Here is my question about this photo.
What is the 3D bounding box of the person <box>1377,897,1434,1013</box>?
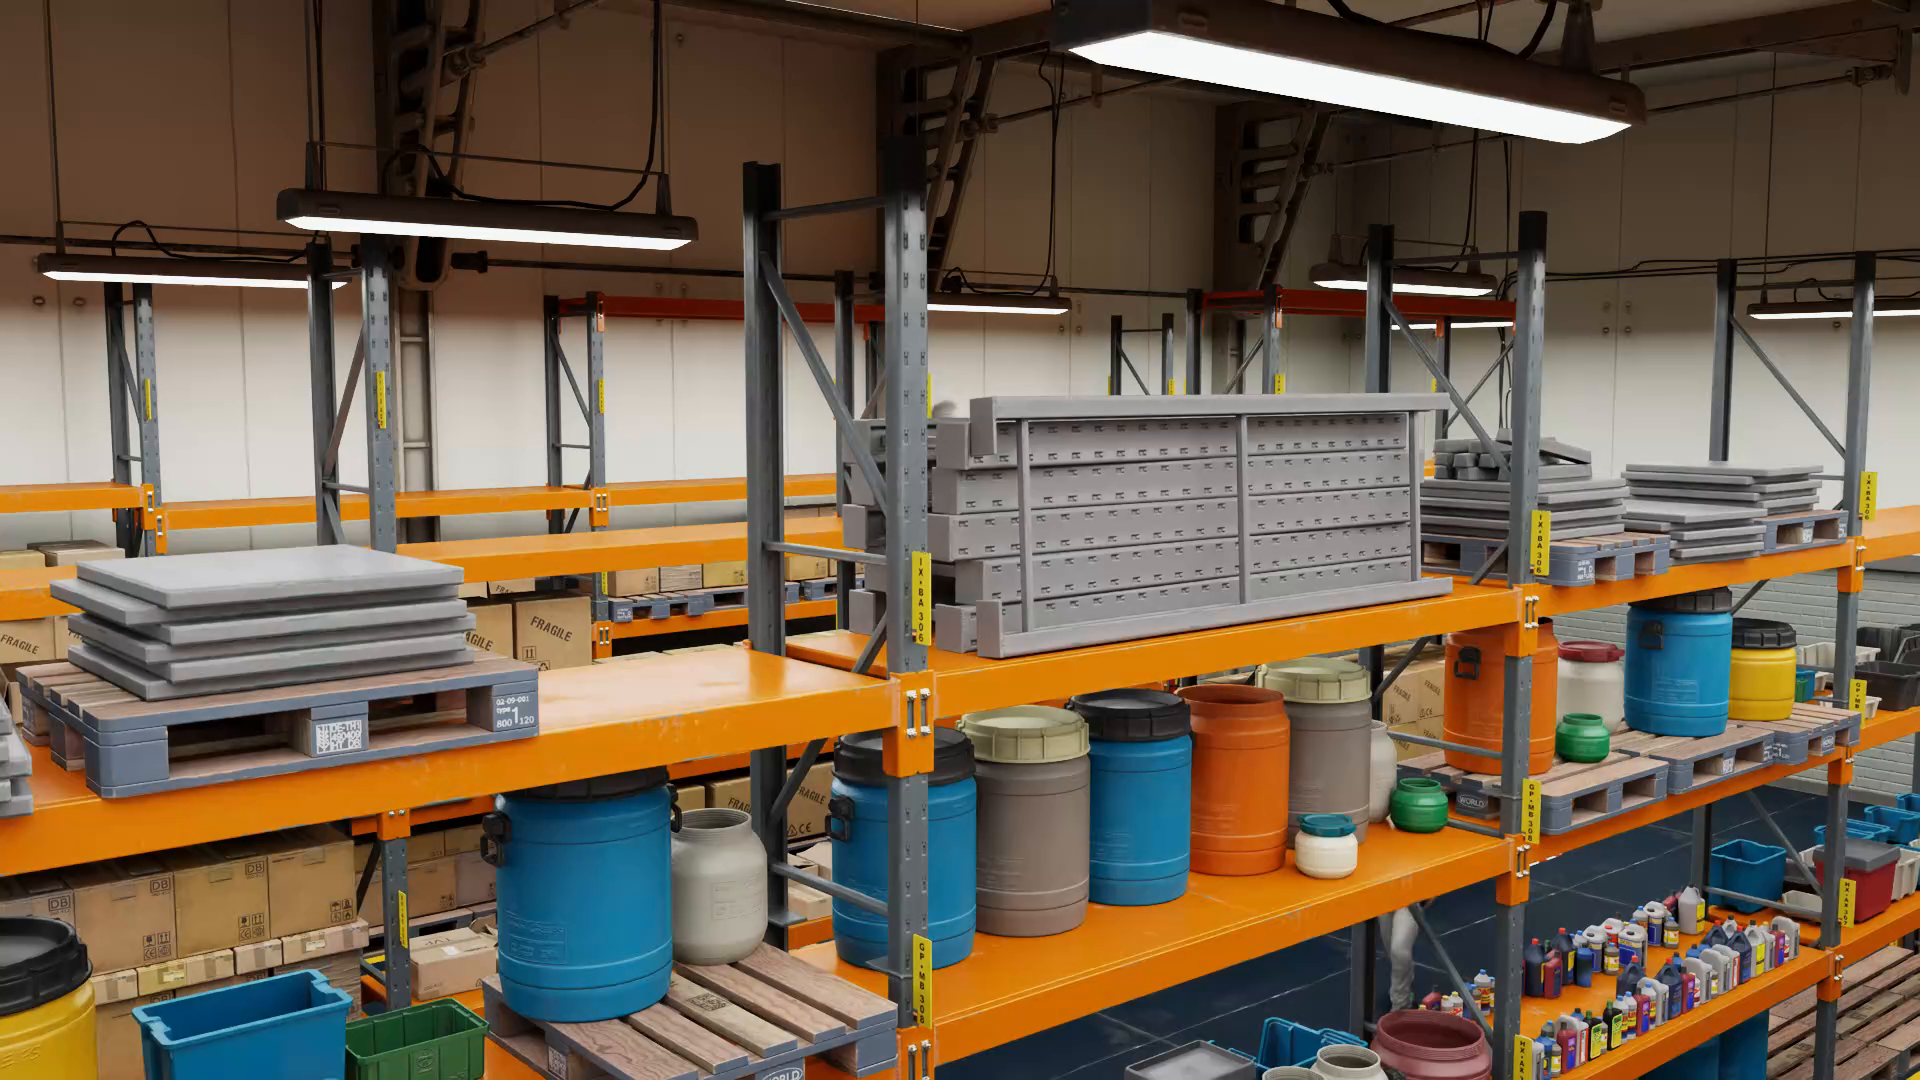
[{"bbox_3d":[3.595,2.985,13.656,0.646,1.849,0.800,4,7,37],"label":"person"}]
